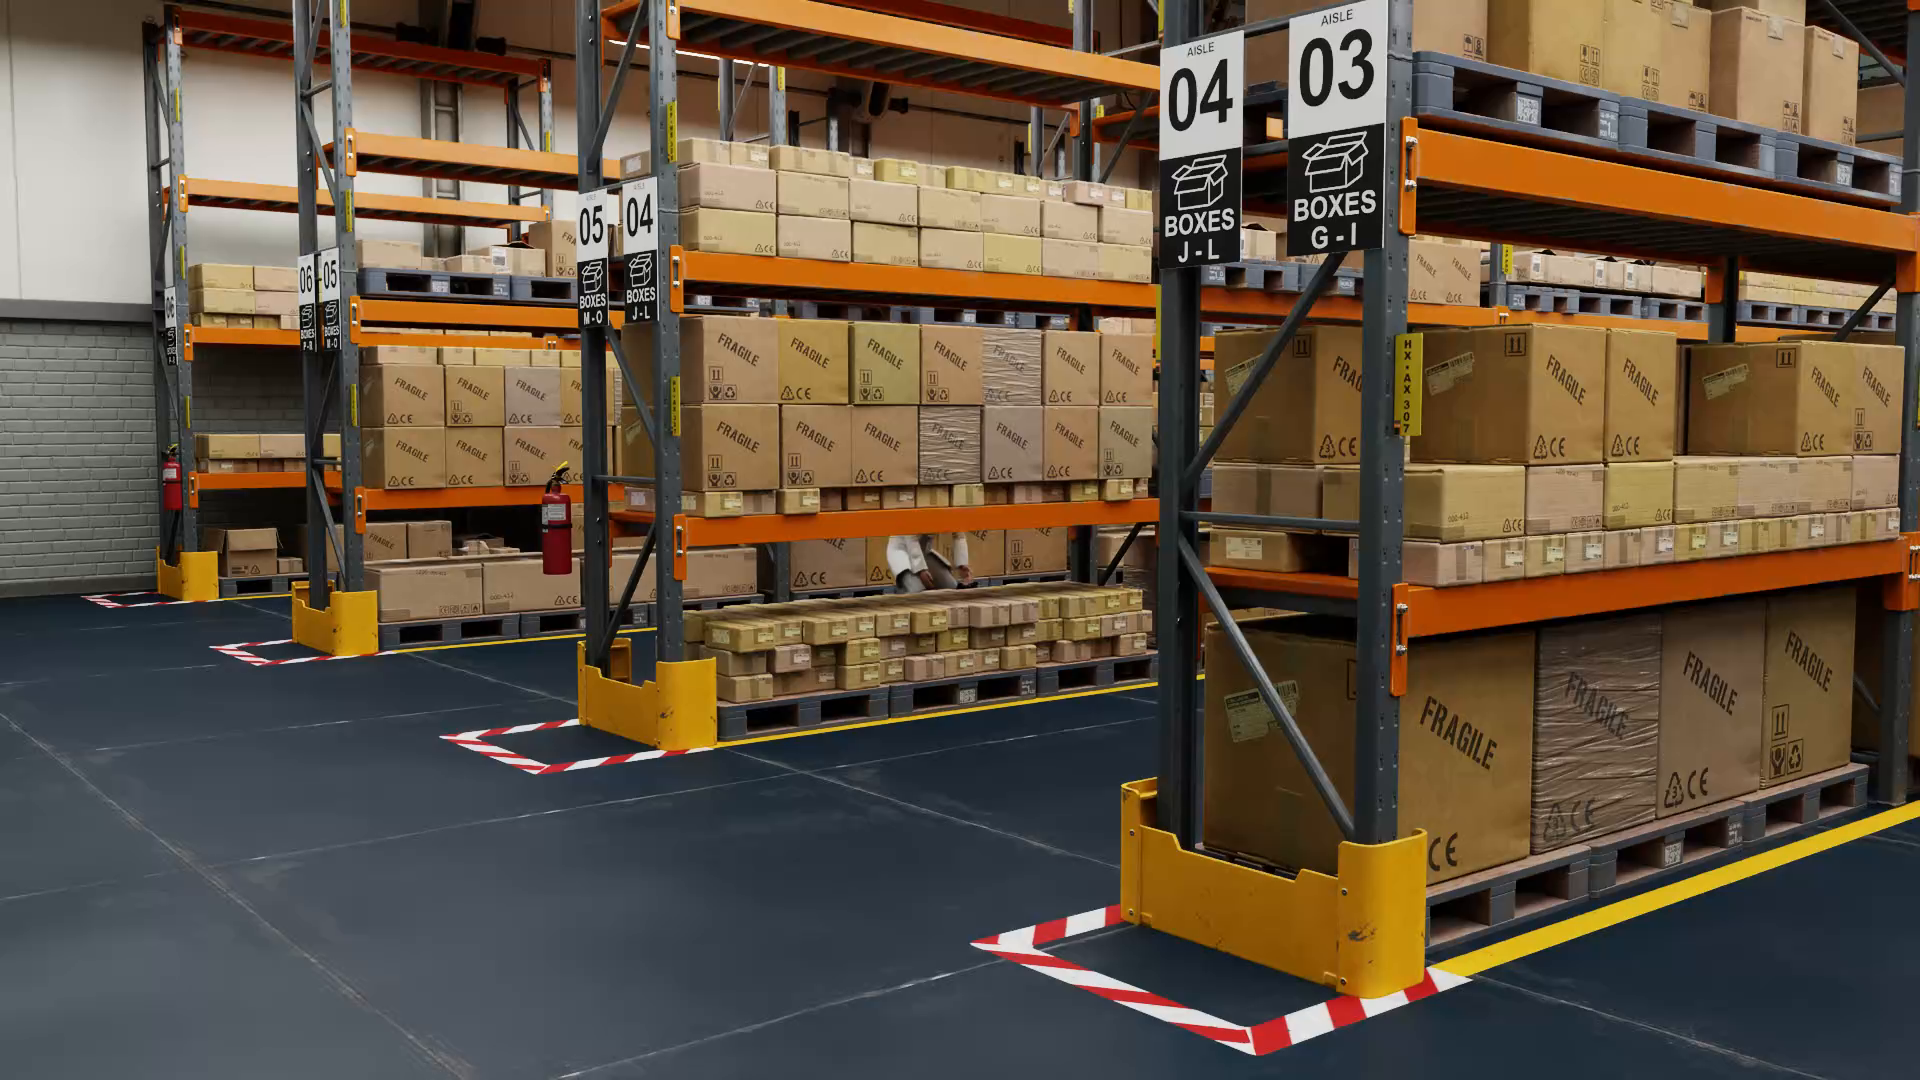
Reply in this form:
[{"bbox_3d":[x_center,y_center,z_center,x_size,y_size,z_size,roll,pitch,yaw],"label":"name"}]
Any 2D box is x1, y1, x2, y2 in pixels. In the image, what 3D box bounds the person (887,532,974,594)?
[{"bbox_3d":[-0.267,0.171,13.640,0.633,1.412,0.718,-3,5,-39],"label":"person"}]
